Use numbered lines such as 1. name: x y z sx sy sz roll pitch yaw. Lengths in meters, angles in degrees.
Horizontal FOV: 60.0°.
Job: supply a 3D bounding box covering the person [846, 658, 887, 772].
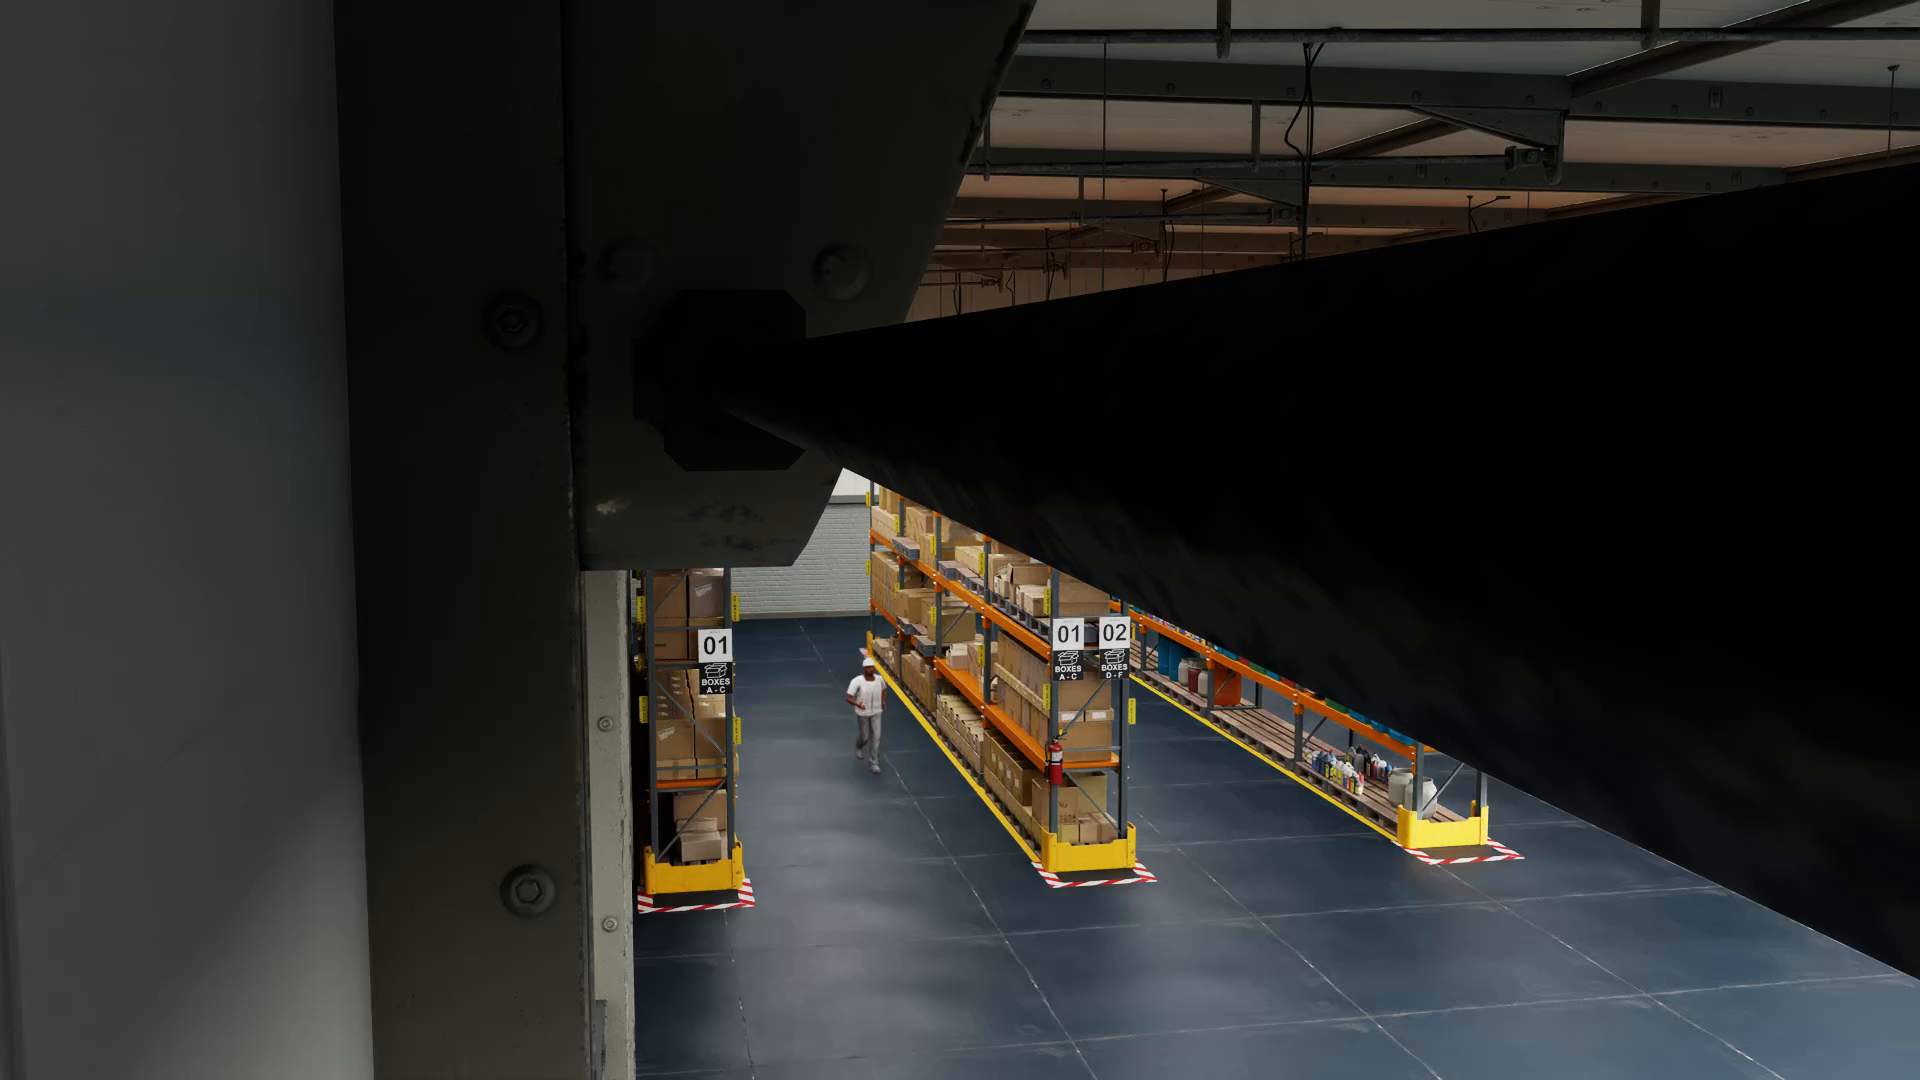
1. person: -1.427 2.717 26.087 0.712 1.743 0.897 -2 6 -22
